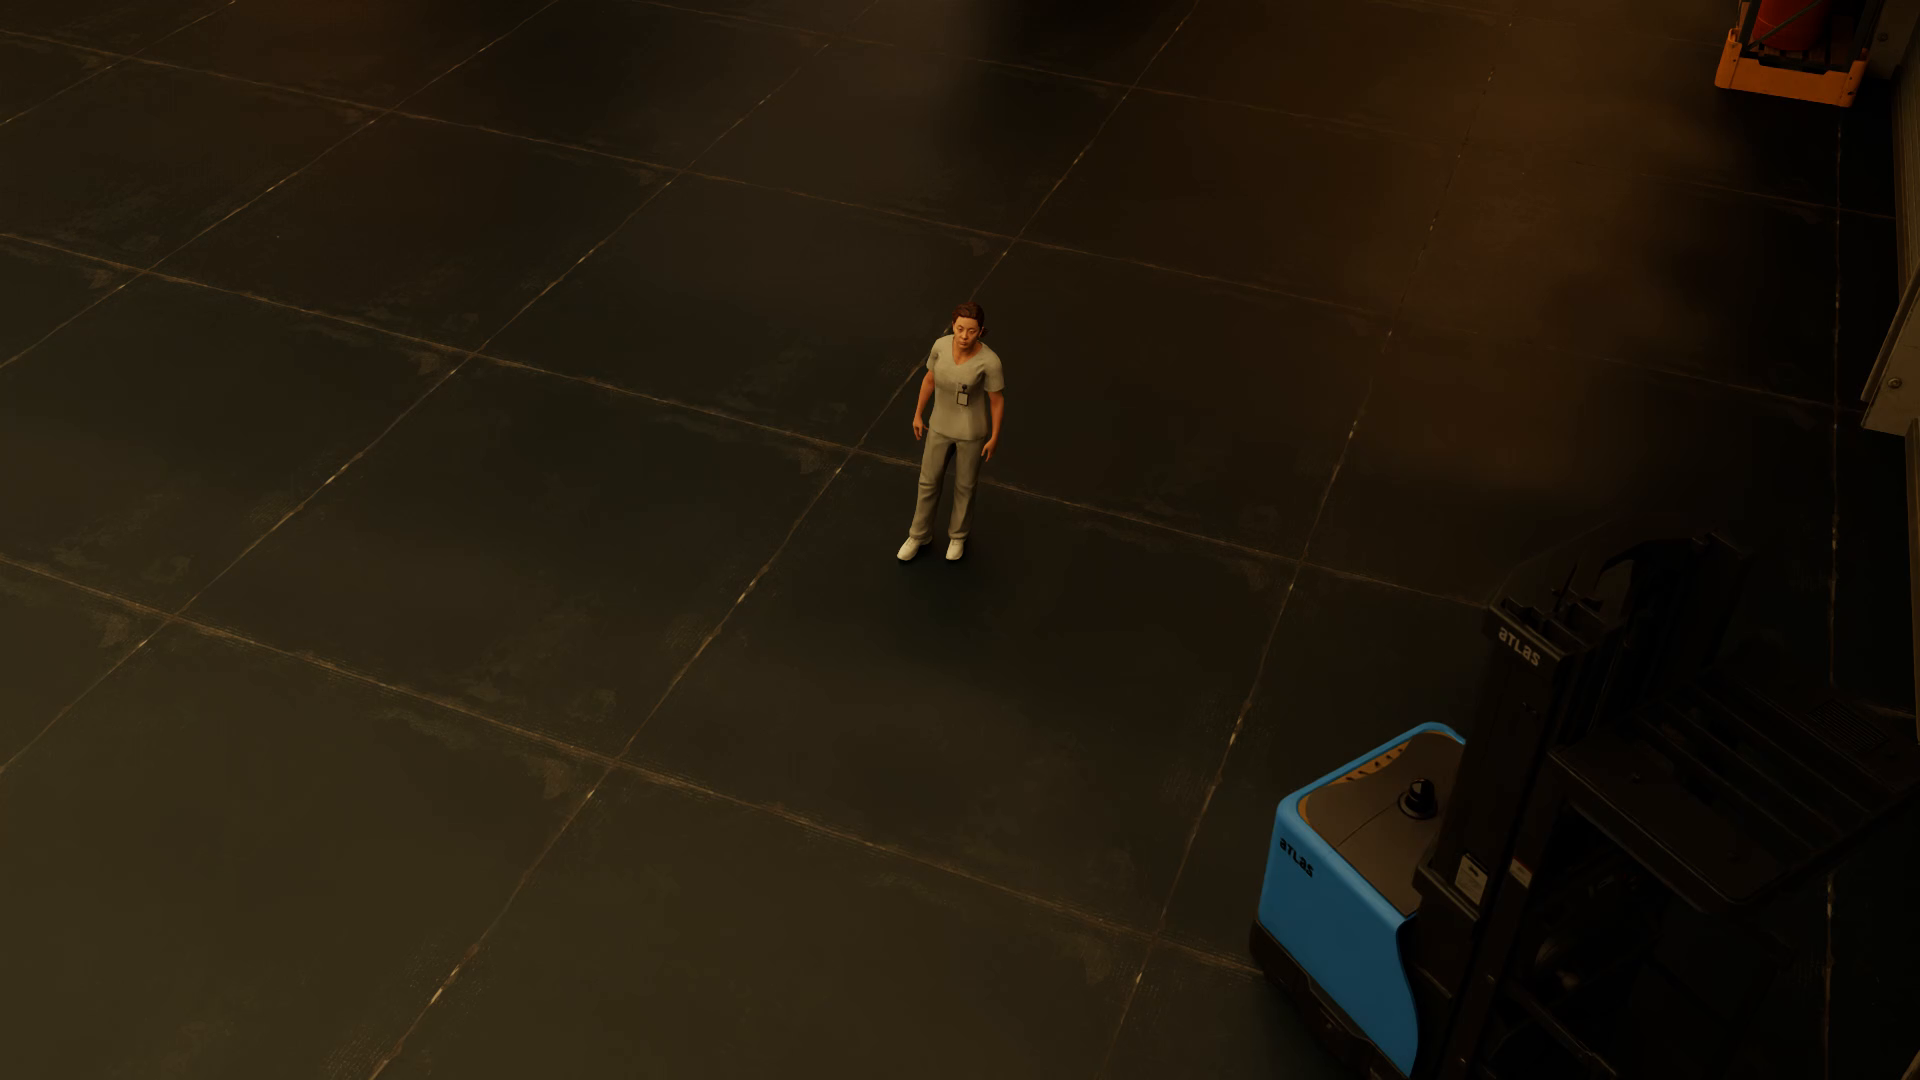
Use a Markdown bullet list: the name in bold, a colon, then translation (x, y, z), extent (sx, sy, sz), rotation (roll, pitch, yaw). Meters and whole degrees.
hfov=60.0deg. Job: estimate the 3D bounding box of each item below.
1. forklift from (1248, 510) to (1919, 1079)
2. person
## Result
- **forklift**: translation (2.583, 1.474, 6.245), extent (1.130, 2.935, 3.031), rotation (-22, 45, -24)
- **person**: translation (-0.041, -0.608, 9.698), extent (0.549, 1.673, 0.548), rotation (15, 42, 17)
